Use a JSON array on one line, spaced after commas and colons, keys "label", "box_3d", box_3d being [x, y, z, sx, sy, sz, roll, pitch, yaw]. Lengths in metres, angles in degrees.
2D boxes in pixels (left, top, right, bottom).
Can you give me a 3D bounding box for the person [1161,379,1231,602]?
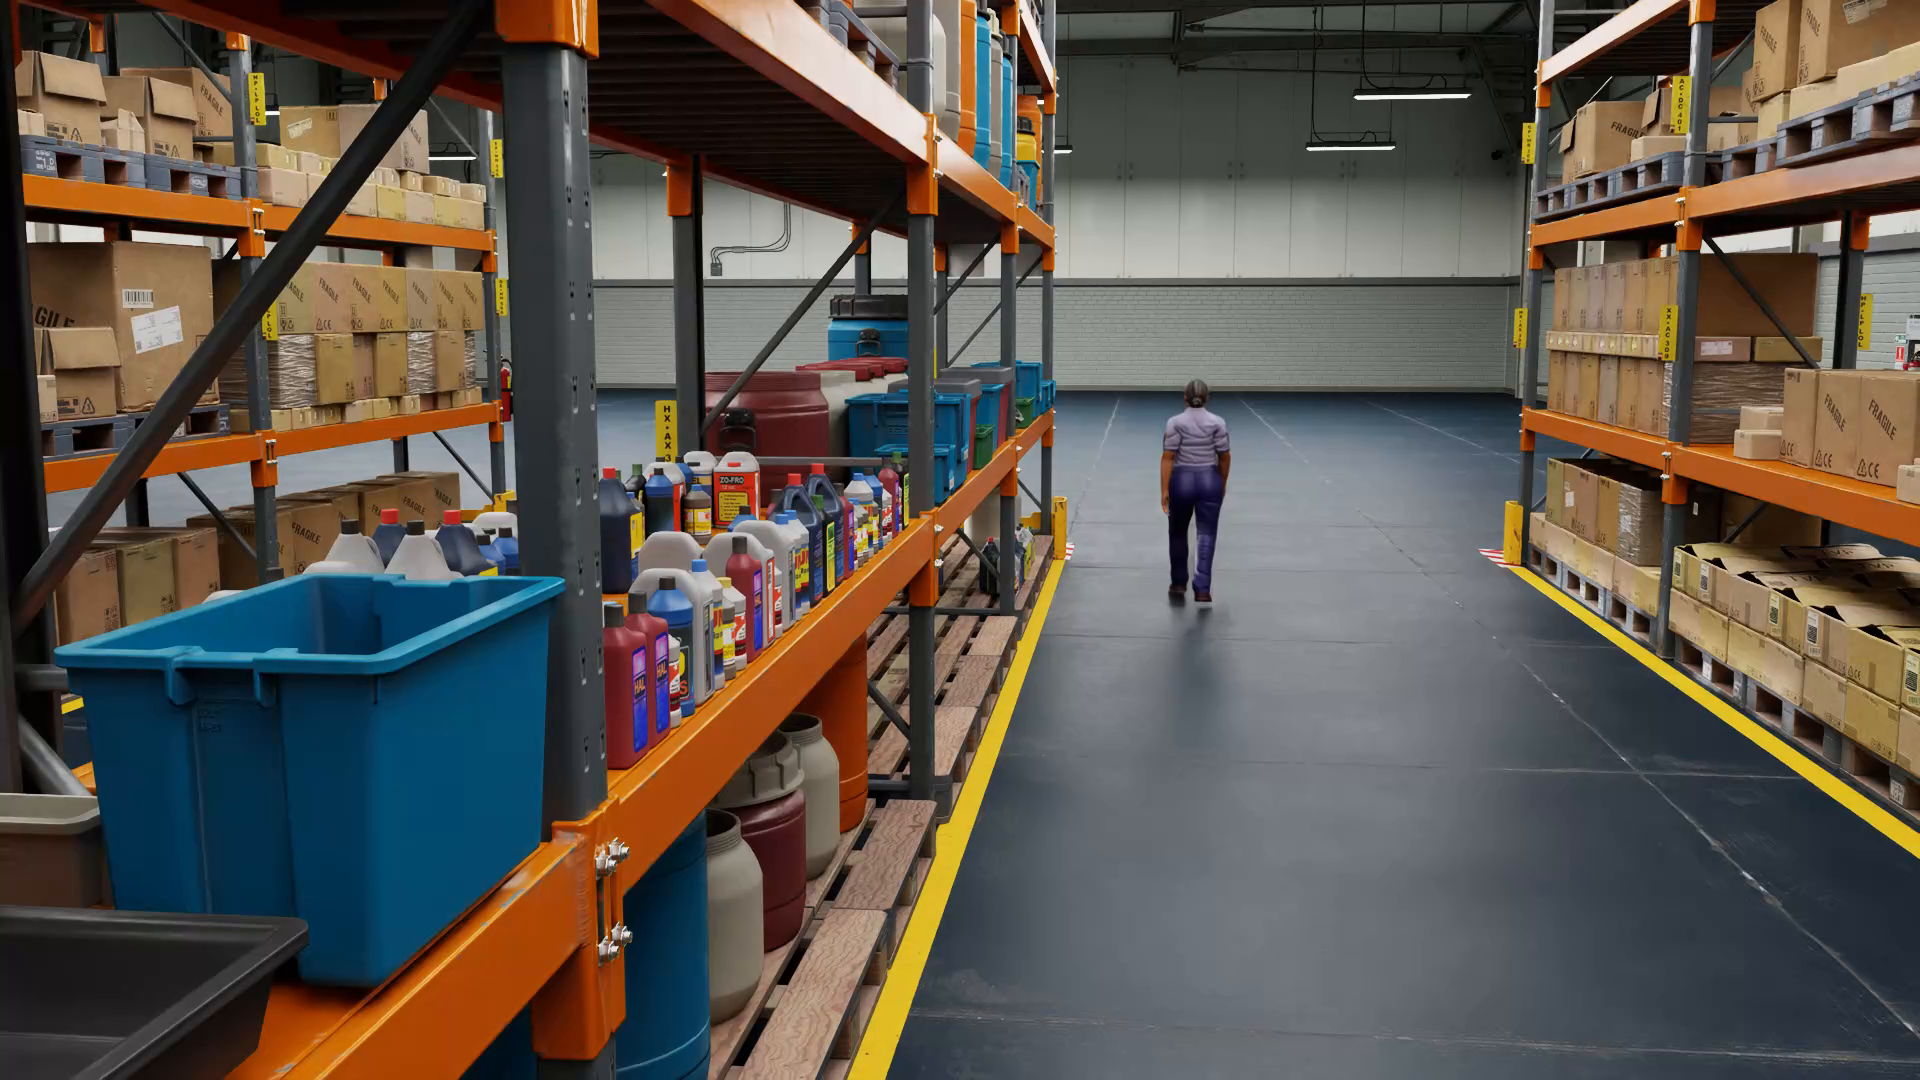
[{"label": "person", "box_3d": [1.712, -0.365, 12.092, 0.497, 1.588, 0.948, 1, 8, 9]}]
